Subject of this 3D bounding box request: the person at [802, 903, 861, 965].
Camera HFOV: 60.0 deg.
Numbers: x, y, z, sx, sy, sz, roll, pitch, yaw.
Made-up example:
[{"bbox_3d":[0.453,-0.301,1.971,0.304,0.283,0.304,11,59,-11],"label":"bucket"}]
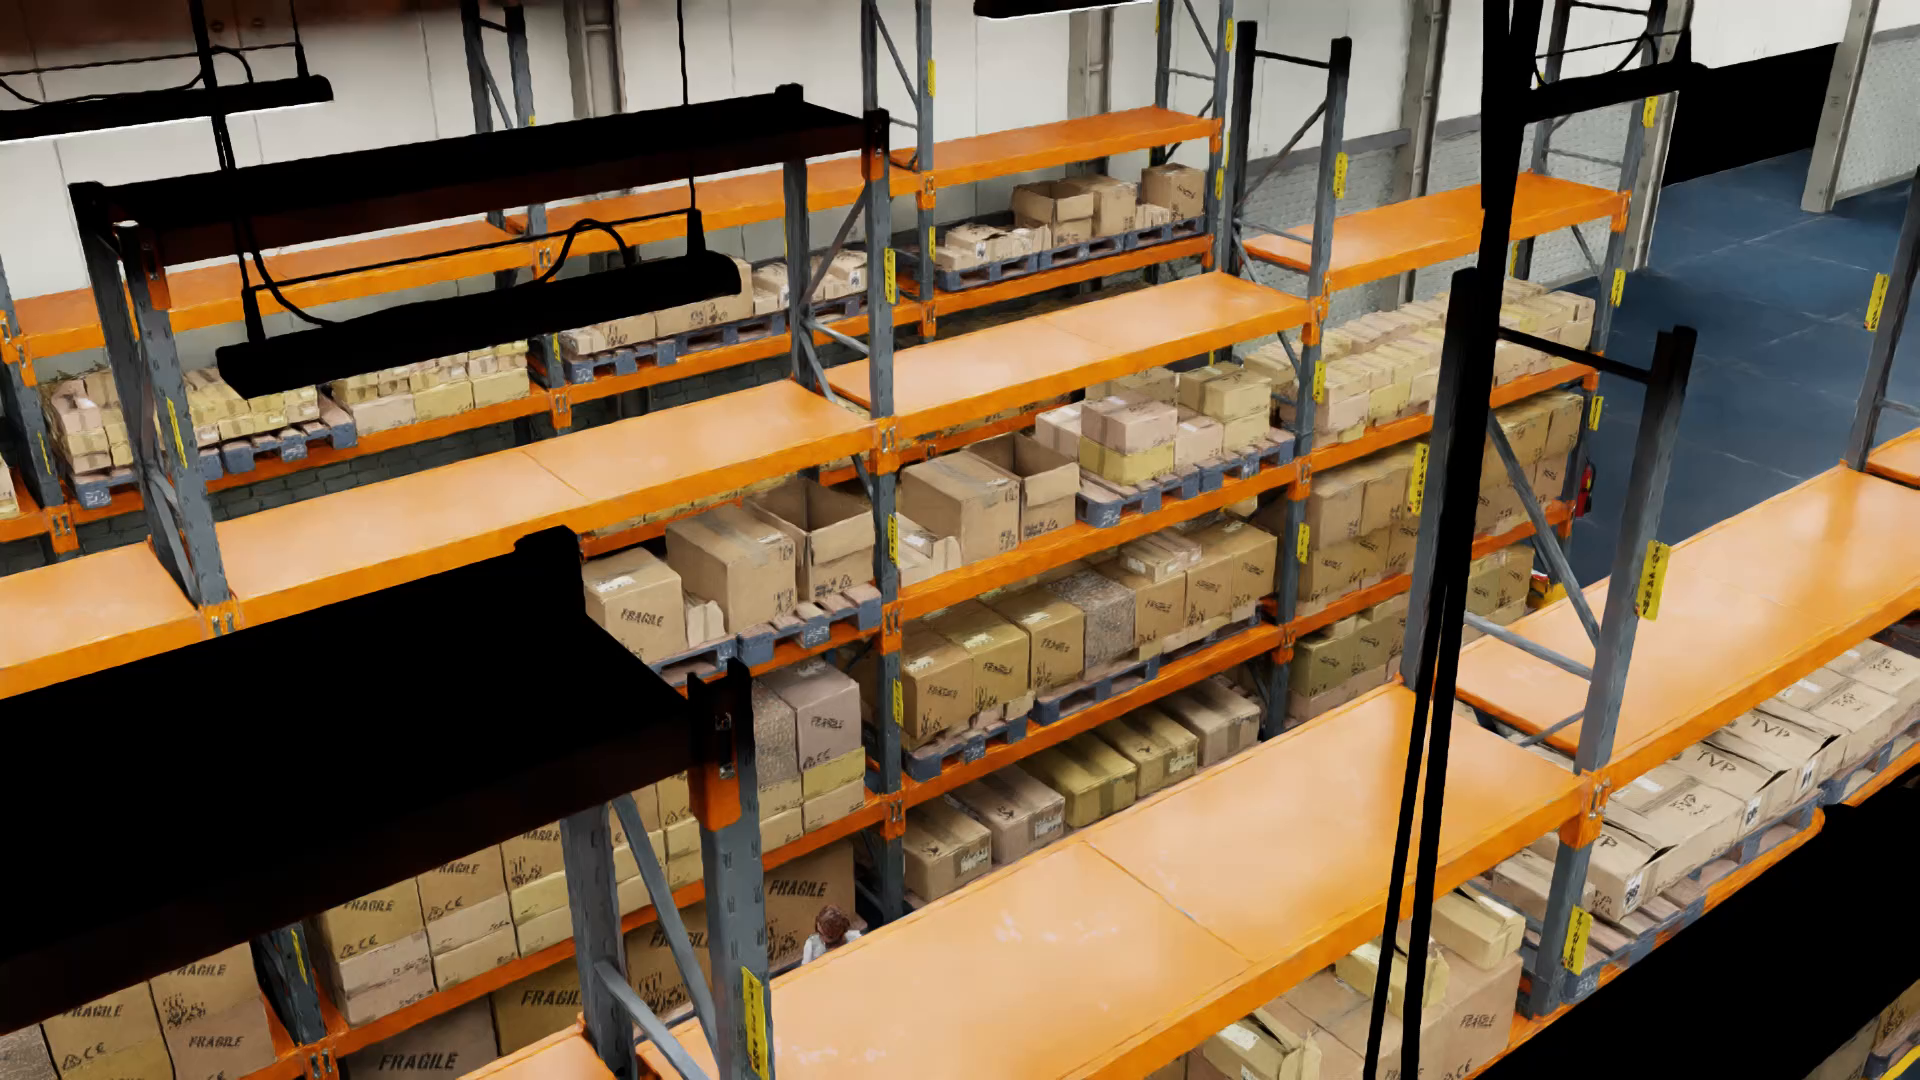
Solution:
[{"bbox_3d":[-0.783,2.919,10.311,0.521,1.589,0.533,-7,27,-13],"label":"person"}]
